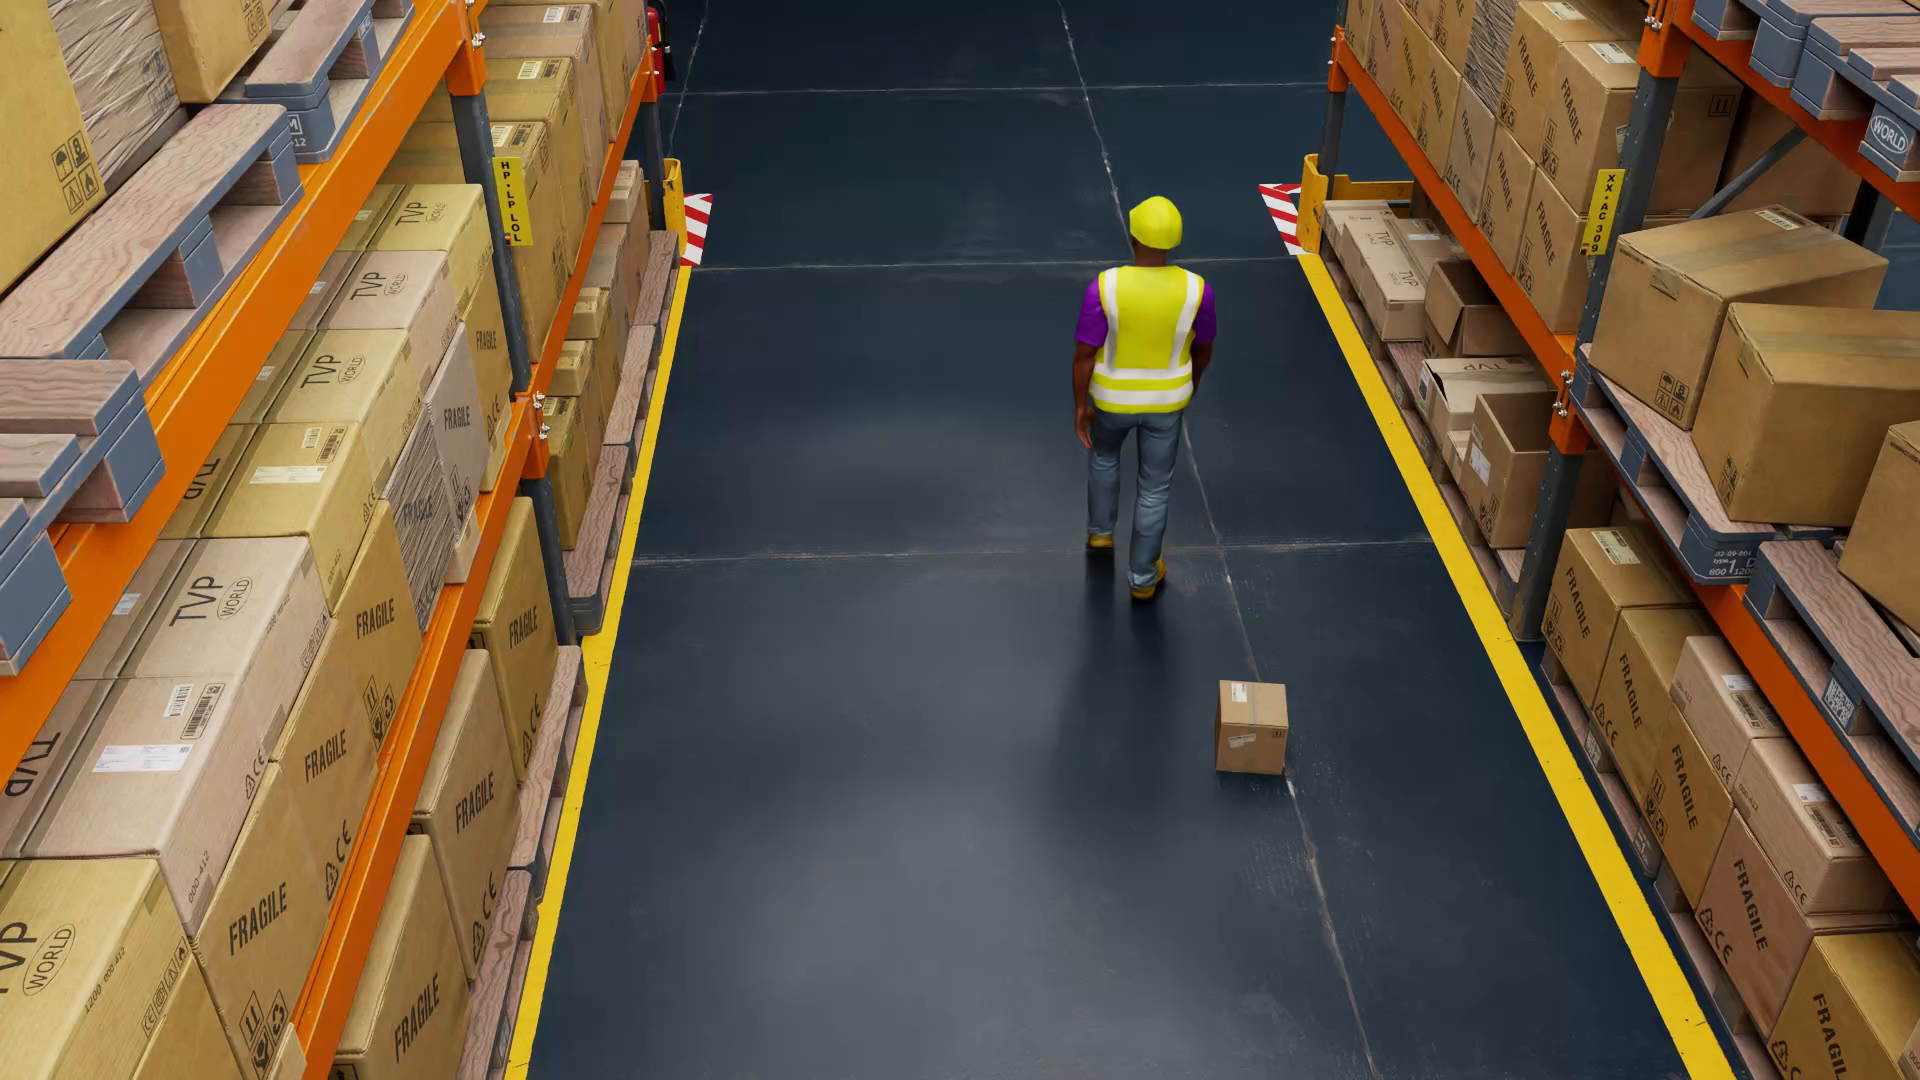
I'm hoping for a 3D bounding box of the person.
[{"bbox_3d":[0.756,-0.579,6.973,0.573,1.830,0.607,4,35,6],"label":"person"}]
